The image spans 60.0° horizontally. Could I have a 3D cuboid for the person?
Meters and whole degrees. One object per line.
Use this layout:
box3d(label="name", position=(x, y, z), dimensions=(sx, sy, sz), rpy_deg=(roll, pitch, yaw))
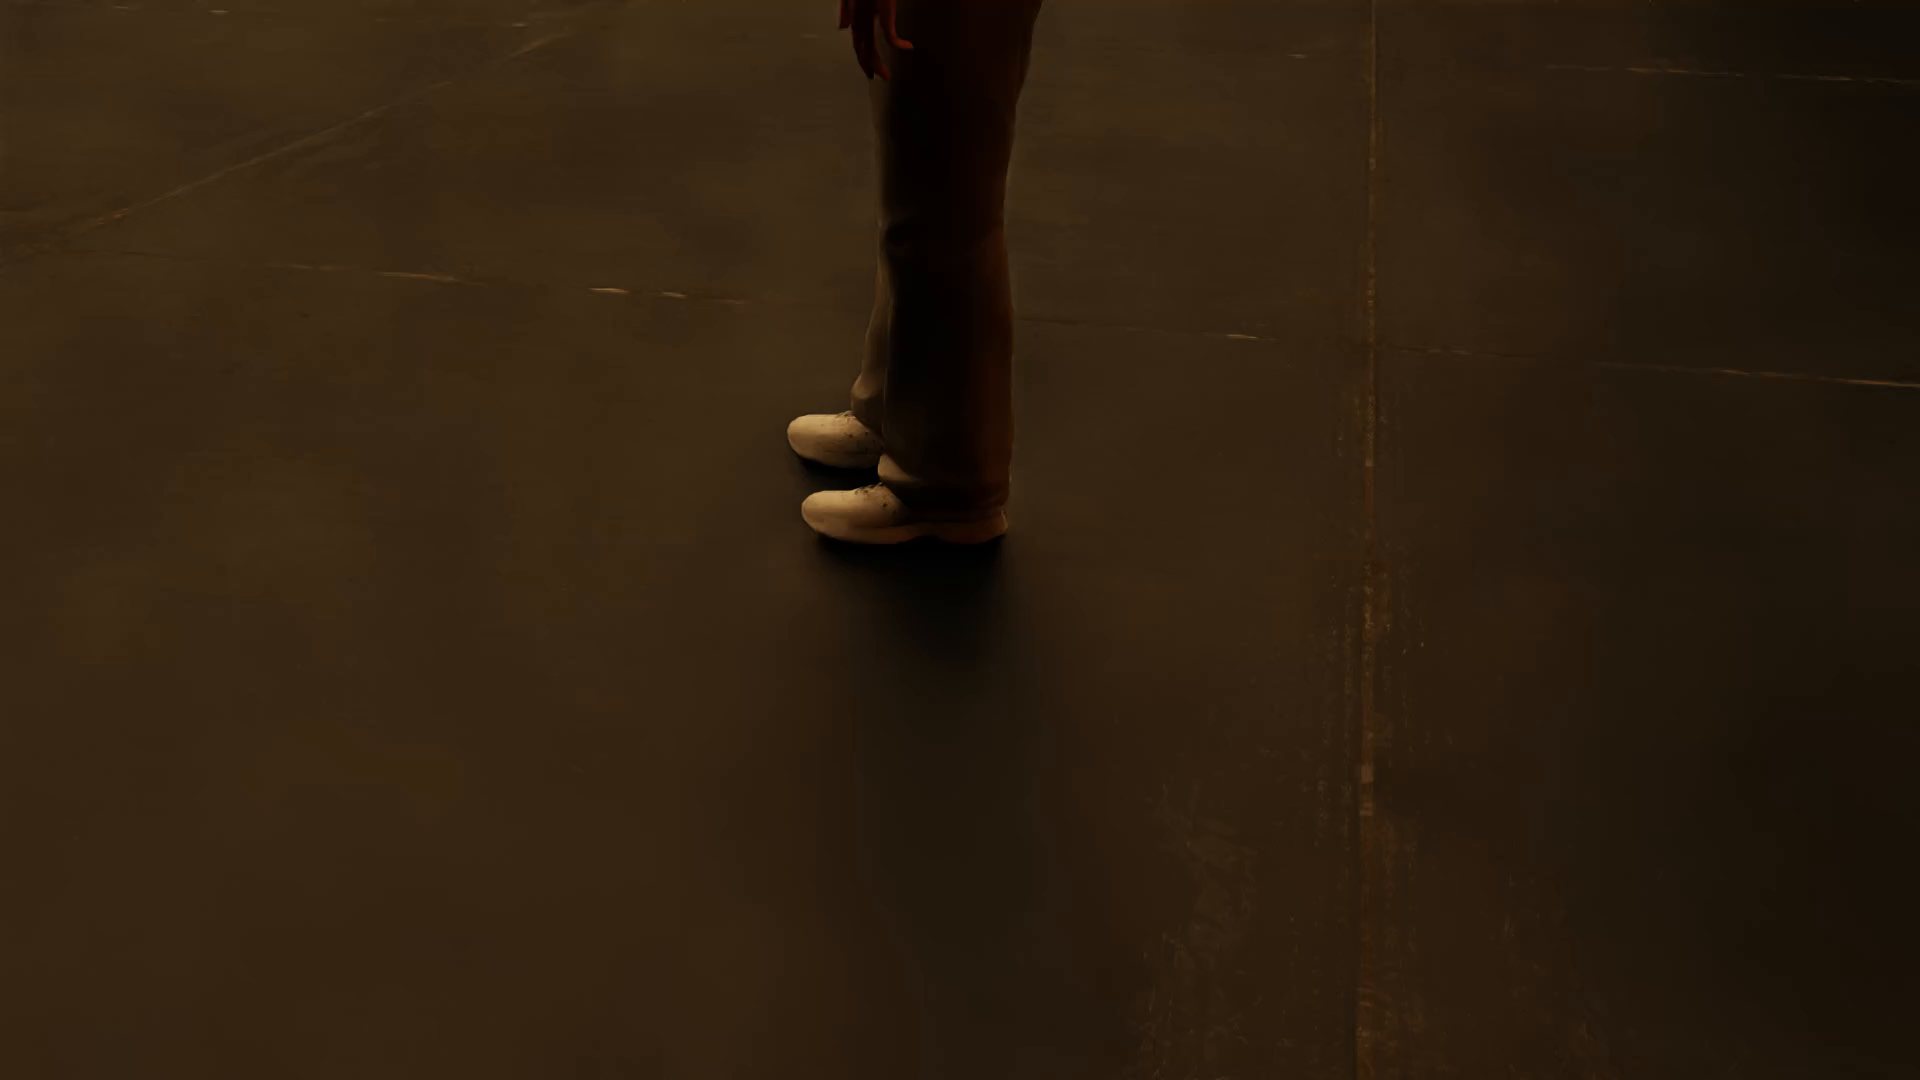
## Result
box3d(label="person", position=(-0.069, -0.767, 2.146), dimensions=(0.548, 1.674, 0.550), rpy_deg=(6, 27, 11))
